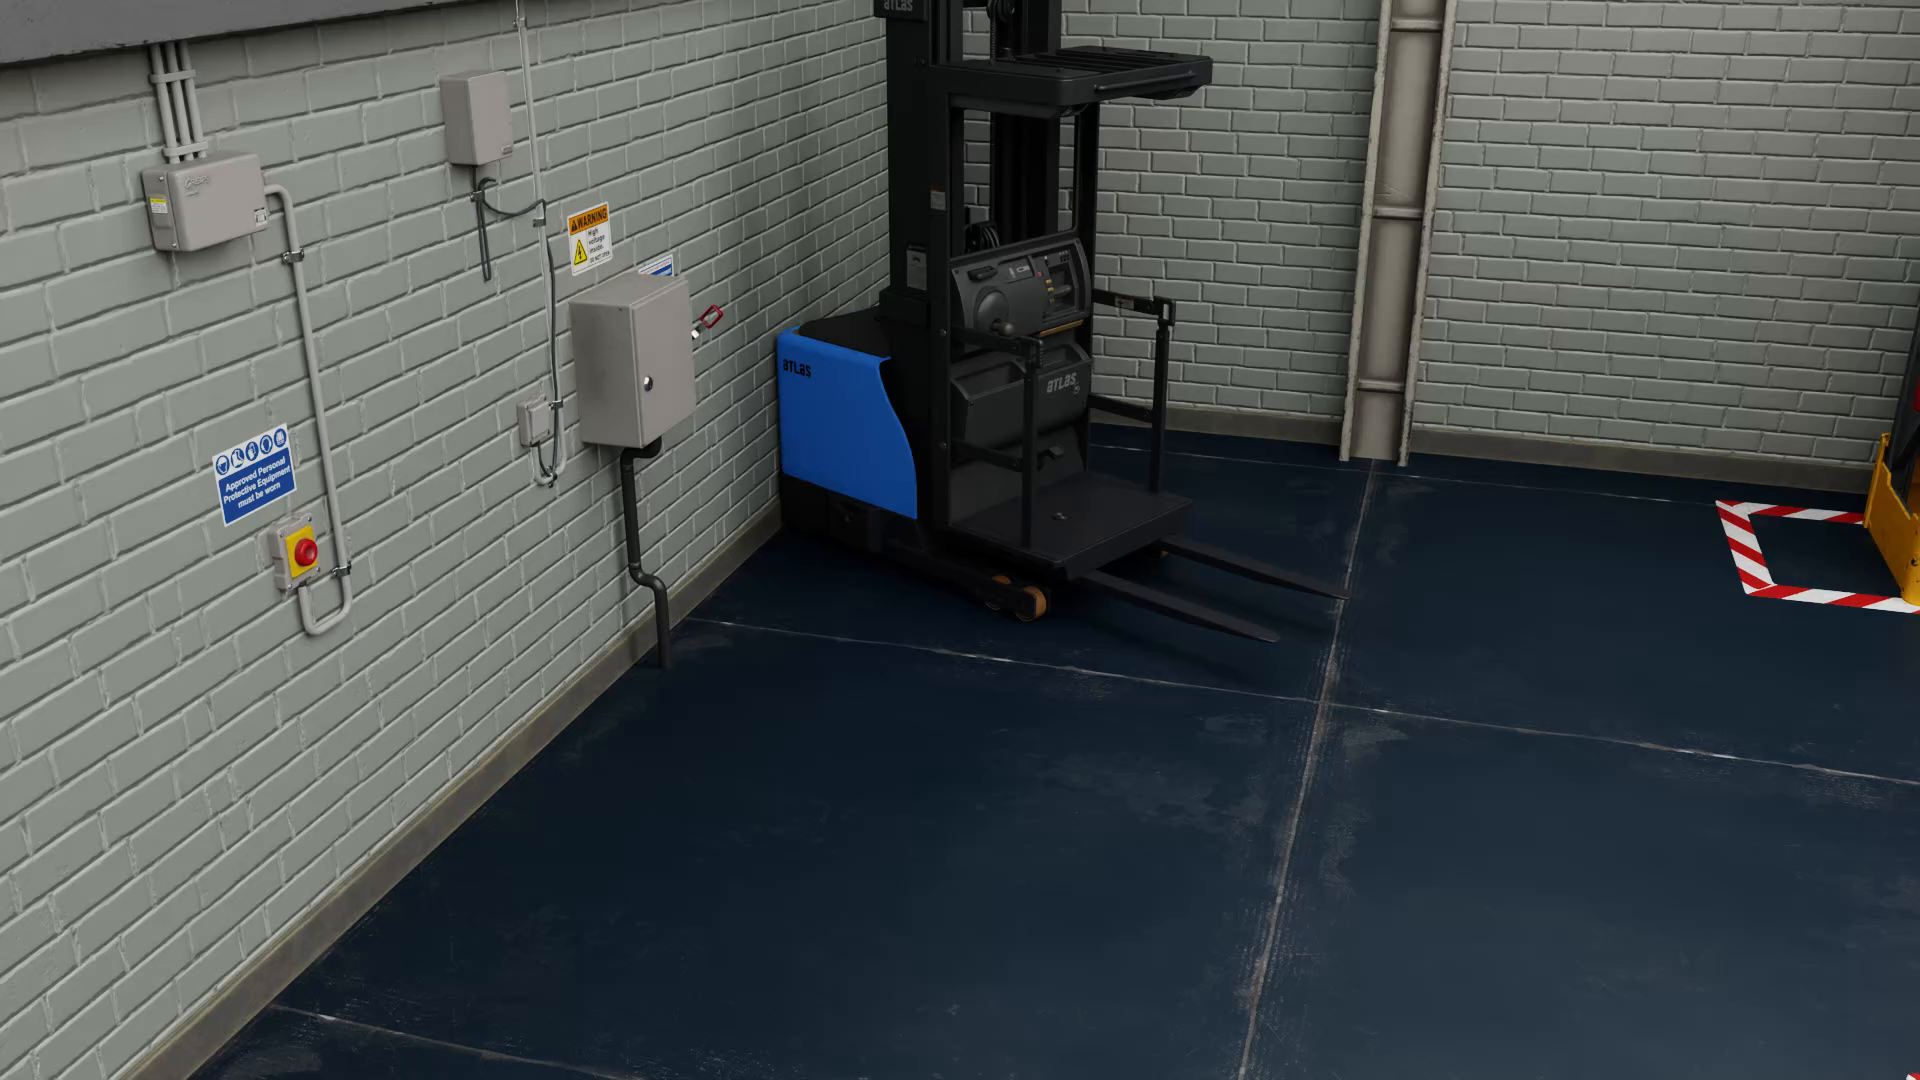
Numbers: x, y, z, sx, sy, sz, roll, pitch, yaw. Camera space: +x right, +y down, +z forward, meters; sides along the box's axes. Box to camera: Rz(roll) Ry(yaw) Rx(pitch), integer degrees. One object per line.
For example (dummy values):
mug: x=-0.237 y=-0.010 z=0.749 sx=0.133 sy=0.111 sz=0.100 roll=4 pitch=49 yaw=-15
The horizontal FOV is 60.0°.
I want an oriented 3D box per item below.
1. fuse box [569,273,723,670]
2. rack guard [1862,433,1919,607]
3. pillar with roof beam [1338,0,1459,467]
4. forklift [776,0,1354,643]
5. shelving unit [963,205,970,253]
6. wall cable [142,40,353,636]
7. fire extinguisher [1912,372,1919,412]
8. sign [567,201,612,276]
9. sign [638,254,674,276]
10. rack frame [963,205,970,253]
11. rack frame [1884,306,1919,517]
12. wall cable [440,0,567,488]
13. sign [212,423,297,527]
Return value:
fuse box: x=-1.272 y=-0.233 z=7.083 sx=0.414 sy=1.711 sz=0.539 roll=7 pitch=23 yaw=16
rack guard: x=4.889 y=-0.111 z=8.382 sx=0.348 sy=0.500 sz=1.175 roll=7 pitch=23 yaw=16
pillar with roof beam: x=1.252 y=-3.111 z=4.496 sx=0.400 sy=9.000 sz=9.100 roll=7 pitch=23 yaw=16
forklift: x=0.458 y=-1.195 z=7.822 sx=3.031 sy=2.935 sz=1.130 roll=19 pitch=29 yaw=39
shelving unit: x=-0.484 y=-1.089 z=9.379 sx=1.083 sy=1.500 sz=0.587 roll=1 pitch=19 yaw=7
wall cable: x=-2.019 y=-0.566 z=4.818 sx=0.123 sy=1.953 sz=0.585 roll=7 pitch=23 yaw=16
fire extinguisher: x=4.542 y=-0.916 z=7.644 sx=0.183 sy=0.674 sz=0.296 roll=7 pitch=23 yaw=16
sign: x=-1.487 y=-1.214 z=6.688 sx=0.001 sy=0.242 sz=0.339 roll=7 pitch=23 yaw=16
sign: x=-1.328 y=-0.987 z=7.350 sx=0.001 sy=0.494 sz=0.329 roll=7 pitch=23 yaw=16
rack frame: x=0.029 y=-1.081 z=9.314 sx=0.032 sy=1.500 sz=0.500 roll=1 pitch=19 yaw=7
rack frame: x=4.817 y=-1.276 z=7.928 sx=0.127 sy=3.000 sz=1.000 roll=7 pitch=23 yaw=16
wall cable: x=-1.620 y=-1.068 z=6.084 sx=0.122 sy=1.984 sz=0.588 roll=7 pitch=23 yaw=16
sign: x=-2.091 y=-0.196 z=4.939 sx=0.001 sy=0.218 sz=0.327 roll=7 pitch=23 yaw=16
